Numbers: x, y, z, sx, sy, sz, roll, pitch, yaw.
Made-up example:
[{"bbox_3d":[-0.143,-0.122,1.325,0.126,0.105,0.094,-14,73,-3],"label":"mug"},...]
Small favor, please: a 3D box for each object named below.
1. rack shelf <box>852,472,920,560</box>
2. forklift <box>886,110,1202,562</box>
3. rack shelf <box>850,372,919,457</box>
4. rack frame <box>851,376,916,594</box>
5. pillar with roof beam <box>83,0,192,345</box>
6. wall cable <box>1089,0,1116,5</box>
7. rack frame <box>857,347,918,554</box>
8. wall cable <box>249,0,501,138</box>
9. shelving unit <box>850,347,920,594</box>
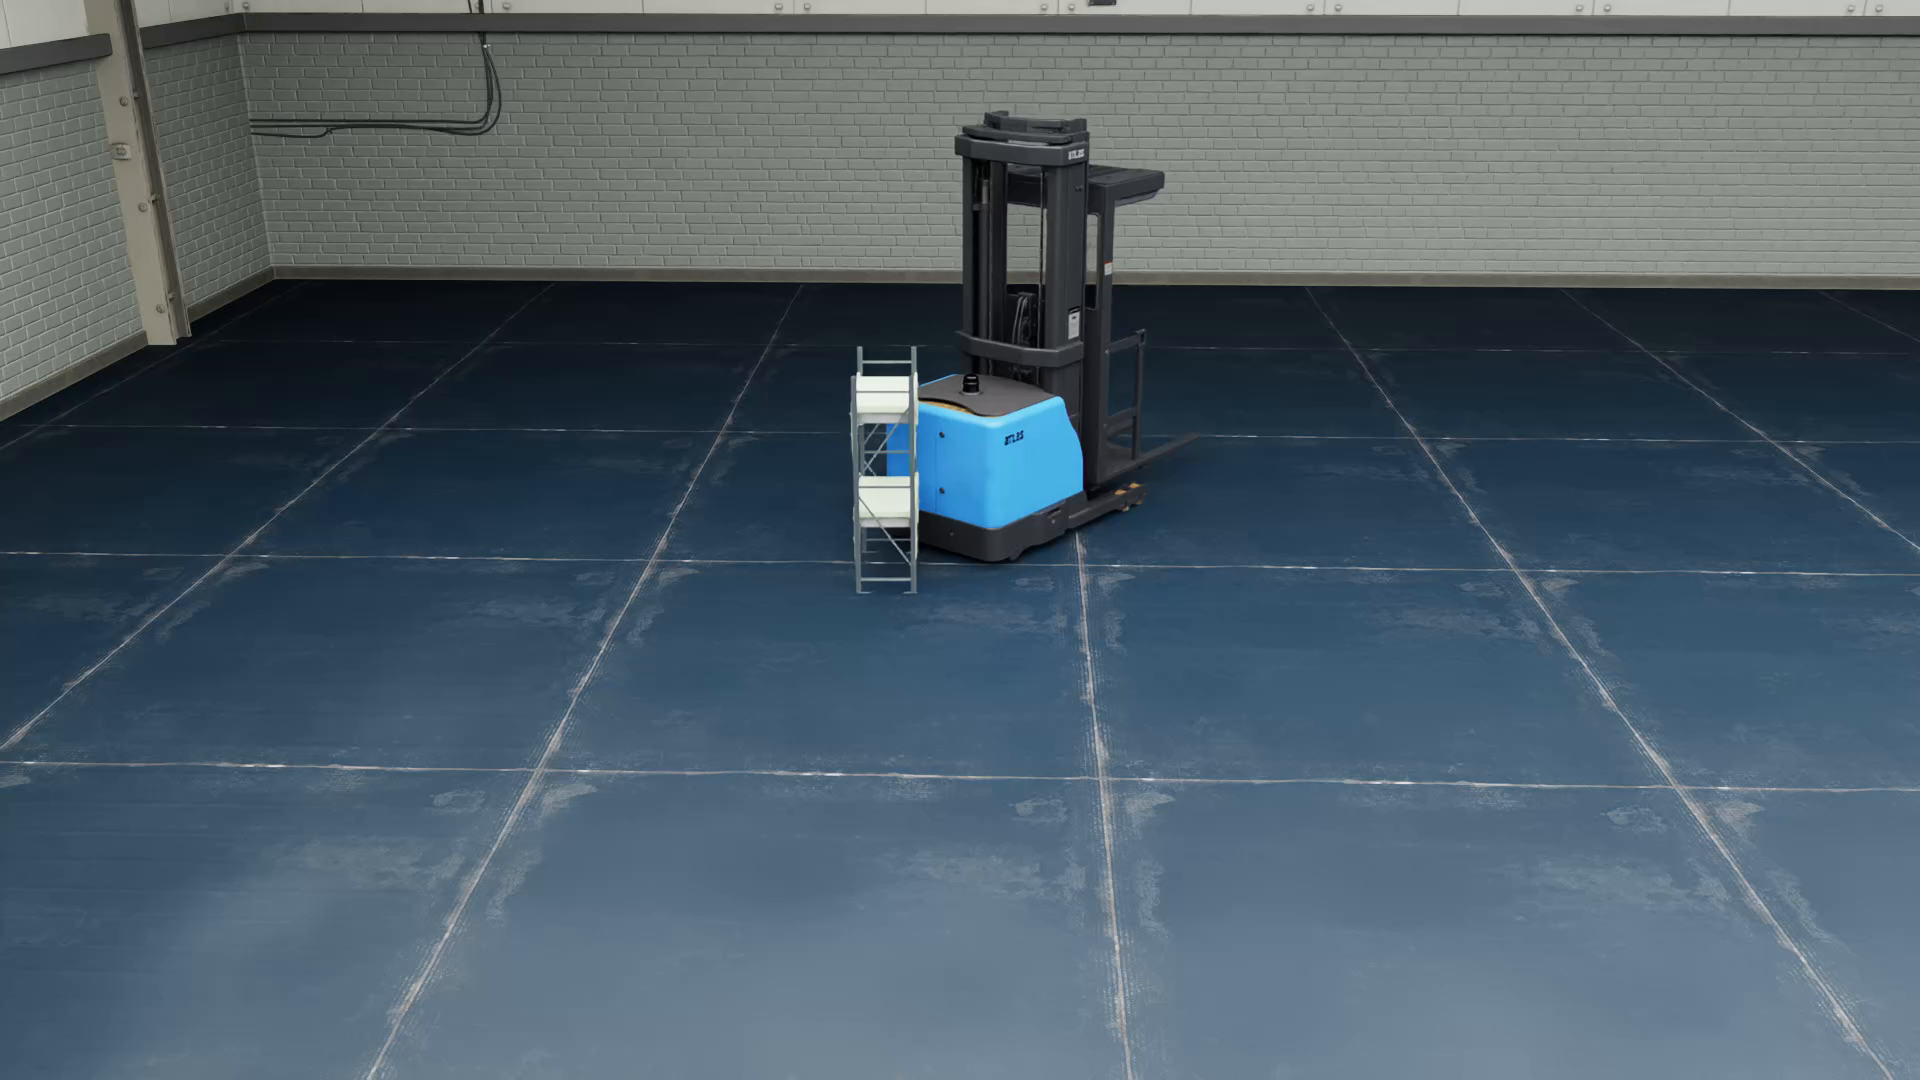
[{"bbox_3d":[-0.494,-0.169,11.291,0.431,0.370,0.720,0,21,0],"label":"rack shelf"},{"bbox_3d":[0.780,-1.679,12.306,1.130,2.935,3.031,16,27,36],"label":"forklift"},{"bbox_3d":[-0.494,-0.836,11.032,0.431,0.370,0.720,0,21,0],"label":"rack shelf"},{"bbox_3d":[-0.492,-0.340,10.832,0.400,1.500,0.023,0,21,0],"label":"rack frame"},{"bbox_3d":[-3.992,-6.244,15.681,9.100,9.000,0.400,1,21,2],"label":"pillar with roof beam"},{"bbox_3d":[2.605,-8.817,17.612,2.305,6.003,0.169,1,21,2],"label":"wall cable"},{"bbox_3d":[-0.495,-0.605,11.515,0.400,1.500,0.023,0,21,0],"label":"rack frame"},{"bbox_3d":[-6.883,-5.894,19.073,3.097,2.526,0.112,1,21,2],"label":"wall cable"},{"bbox_3d":[-0.494,-0.473,11.174,0.431,1.500,0.755,0,21,0],"label":"shelving unit"}]
